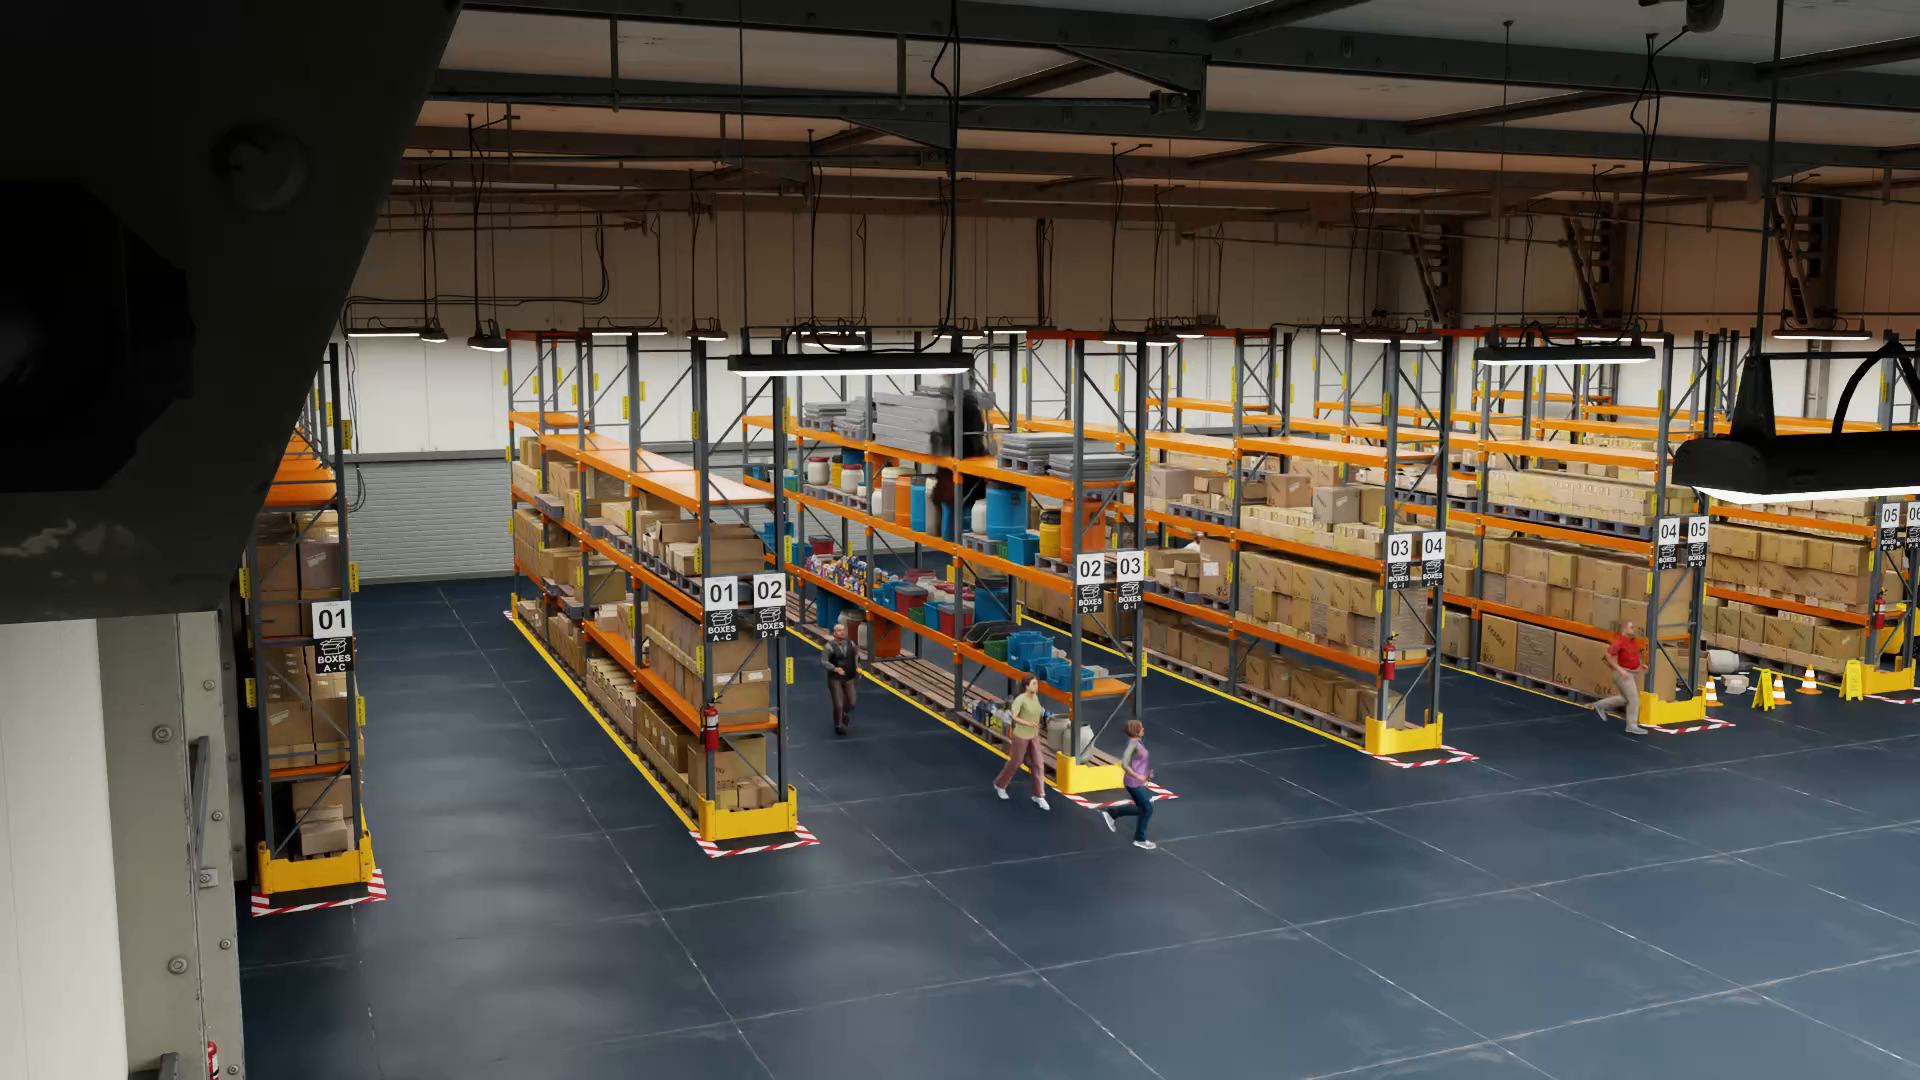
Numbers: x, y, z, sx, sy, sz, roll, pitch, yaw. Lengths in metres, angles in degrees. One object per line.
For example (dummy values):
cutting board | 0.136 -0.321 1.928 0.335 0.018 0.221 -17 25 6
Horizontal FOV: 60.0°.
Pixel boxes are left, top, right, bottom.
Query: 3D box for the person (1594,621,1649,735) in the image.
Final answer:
person | 10.065 2.059 25.244 0.846 1.695 0.696 7 10 40

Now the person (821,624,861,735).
person | -1.764 2.104 25.042 0.653 1.680 0.569 -3 8 -24

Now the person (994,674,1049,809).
person | 0.860 2.575 21.565 0.840 1.711 0.609 8 11 44

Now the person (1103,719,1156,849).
person | 2.019 2.896 19.753 0.650 1.573 0.541 1 8 8

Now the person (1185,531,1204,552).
person | 5.151 0.610 36.066 0.552 1.641 0.660 -4 9 -28
